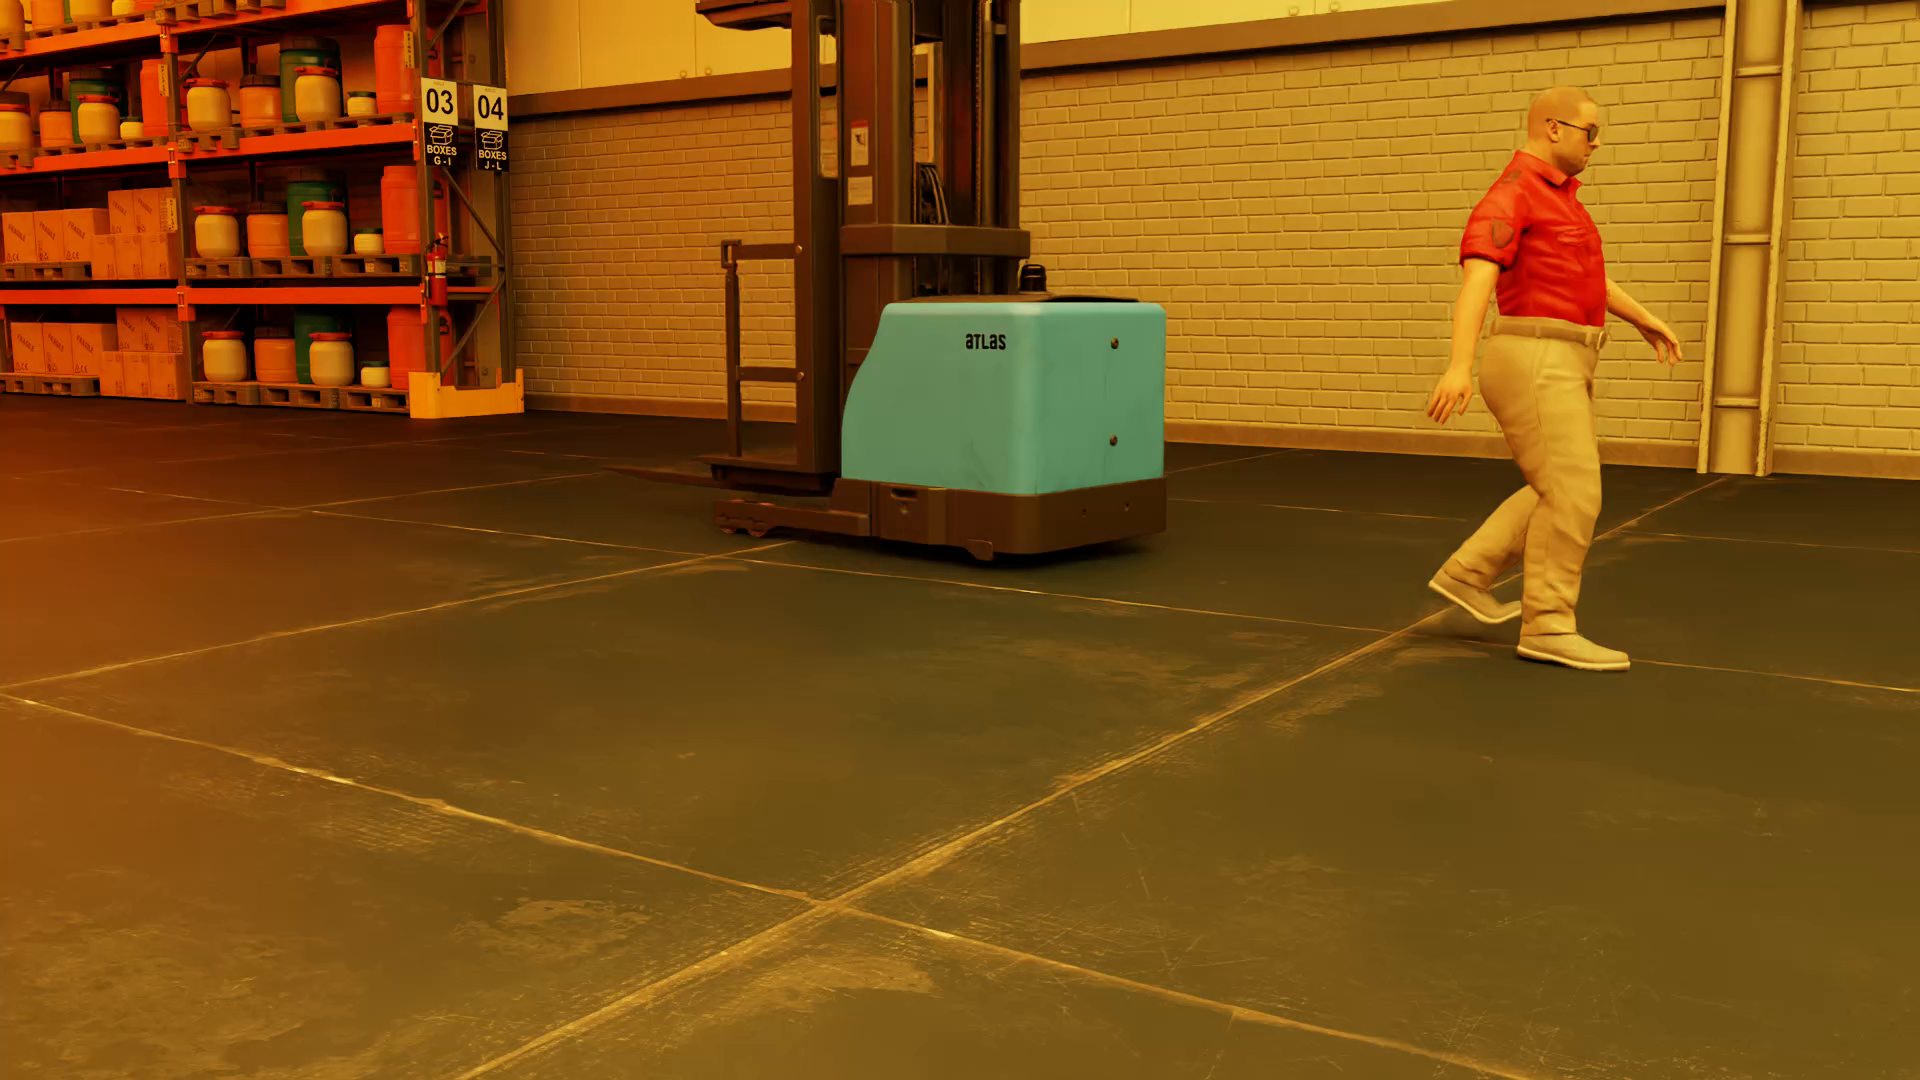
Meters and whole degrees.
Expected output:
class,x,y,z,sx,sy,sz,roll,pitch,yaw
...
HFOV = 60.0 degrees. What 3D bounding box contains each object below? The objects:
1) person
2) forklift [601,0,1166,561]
class,x,y,z,sx,sy,sz,roll,pitch,yaw
person,1.765,-0.491,5.019,0.680,1.710,0.870,5,9,29
forklift,-0.527,-1.511,7.819,3.031,2.935,1.130,7,11,41
